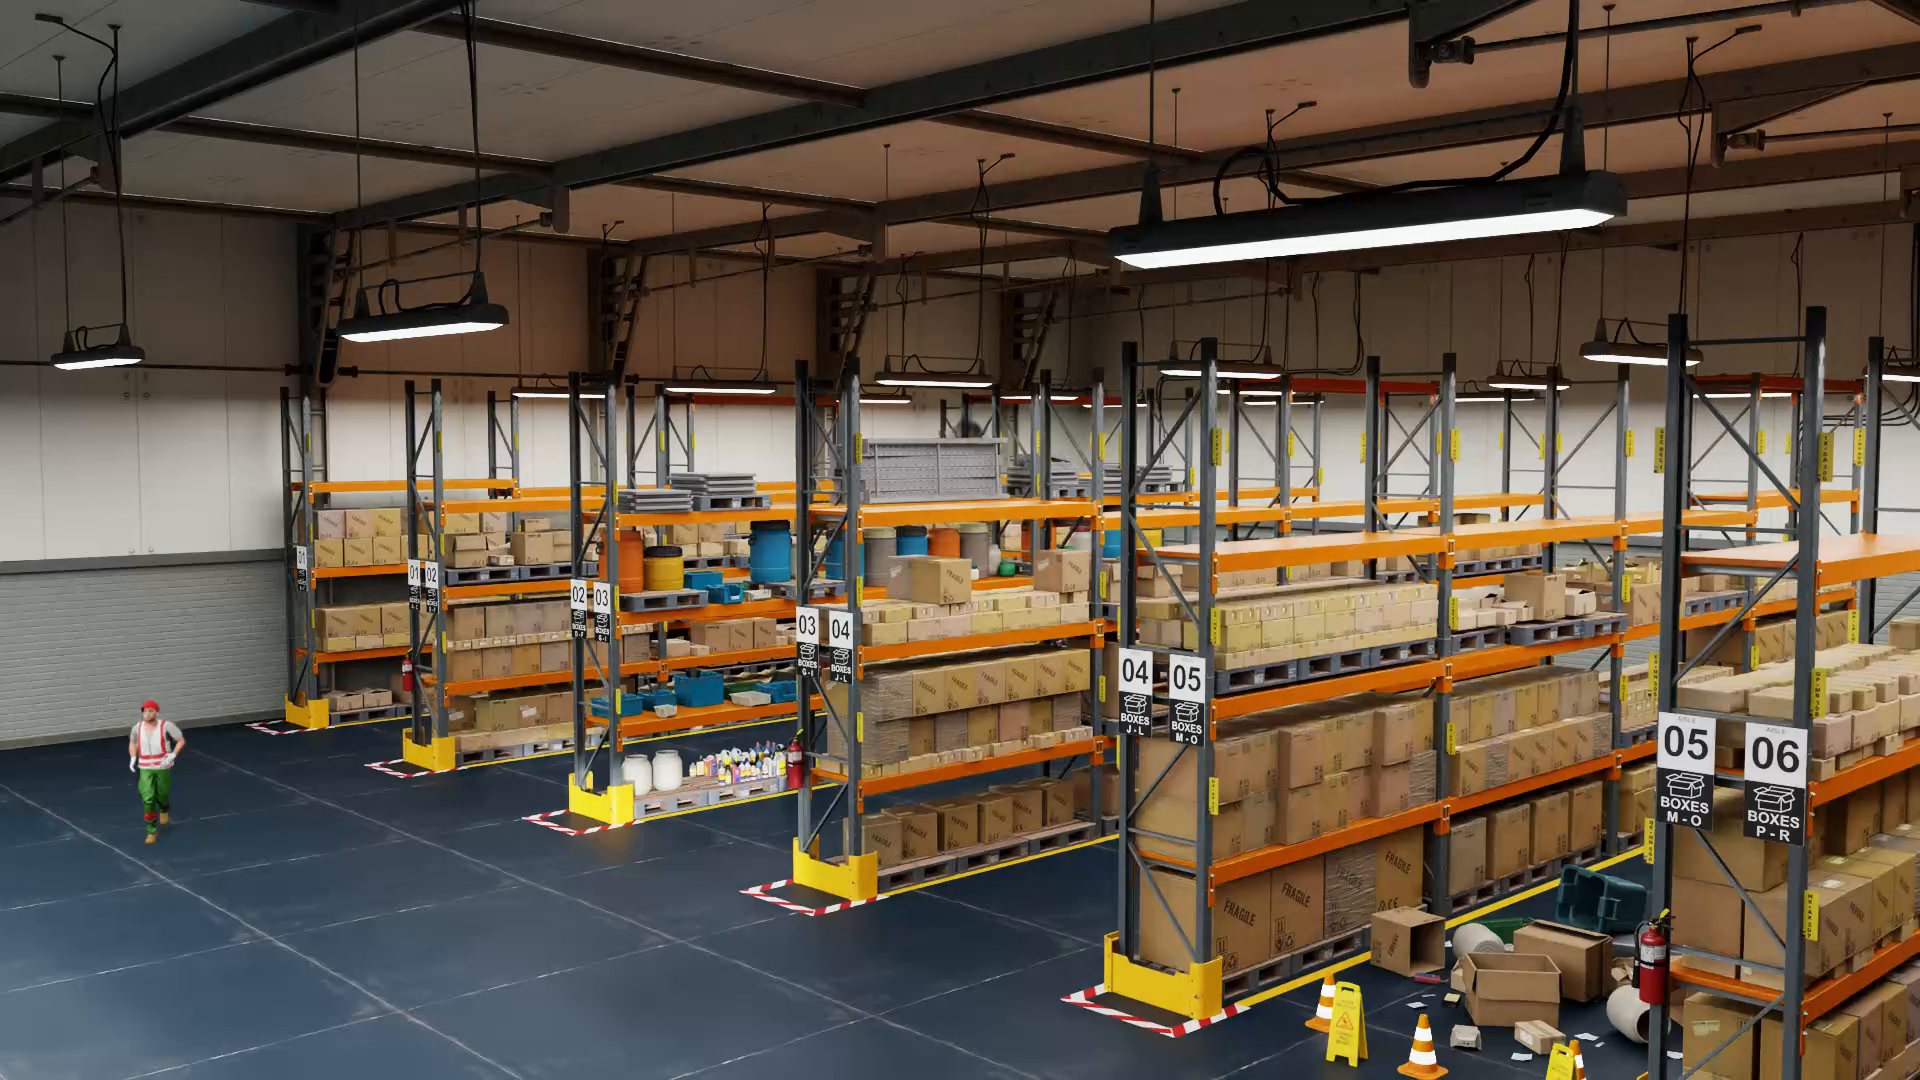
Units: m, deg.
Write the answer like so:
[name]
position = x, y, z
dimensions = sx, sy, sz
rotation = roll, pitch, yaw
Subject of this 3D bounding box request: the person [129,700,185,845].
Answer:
[person]
position = -10.247, 2.926, 21.223
dimensions = 0.679, 1.803, 0.757
rotation = -1, 4, -12
